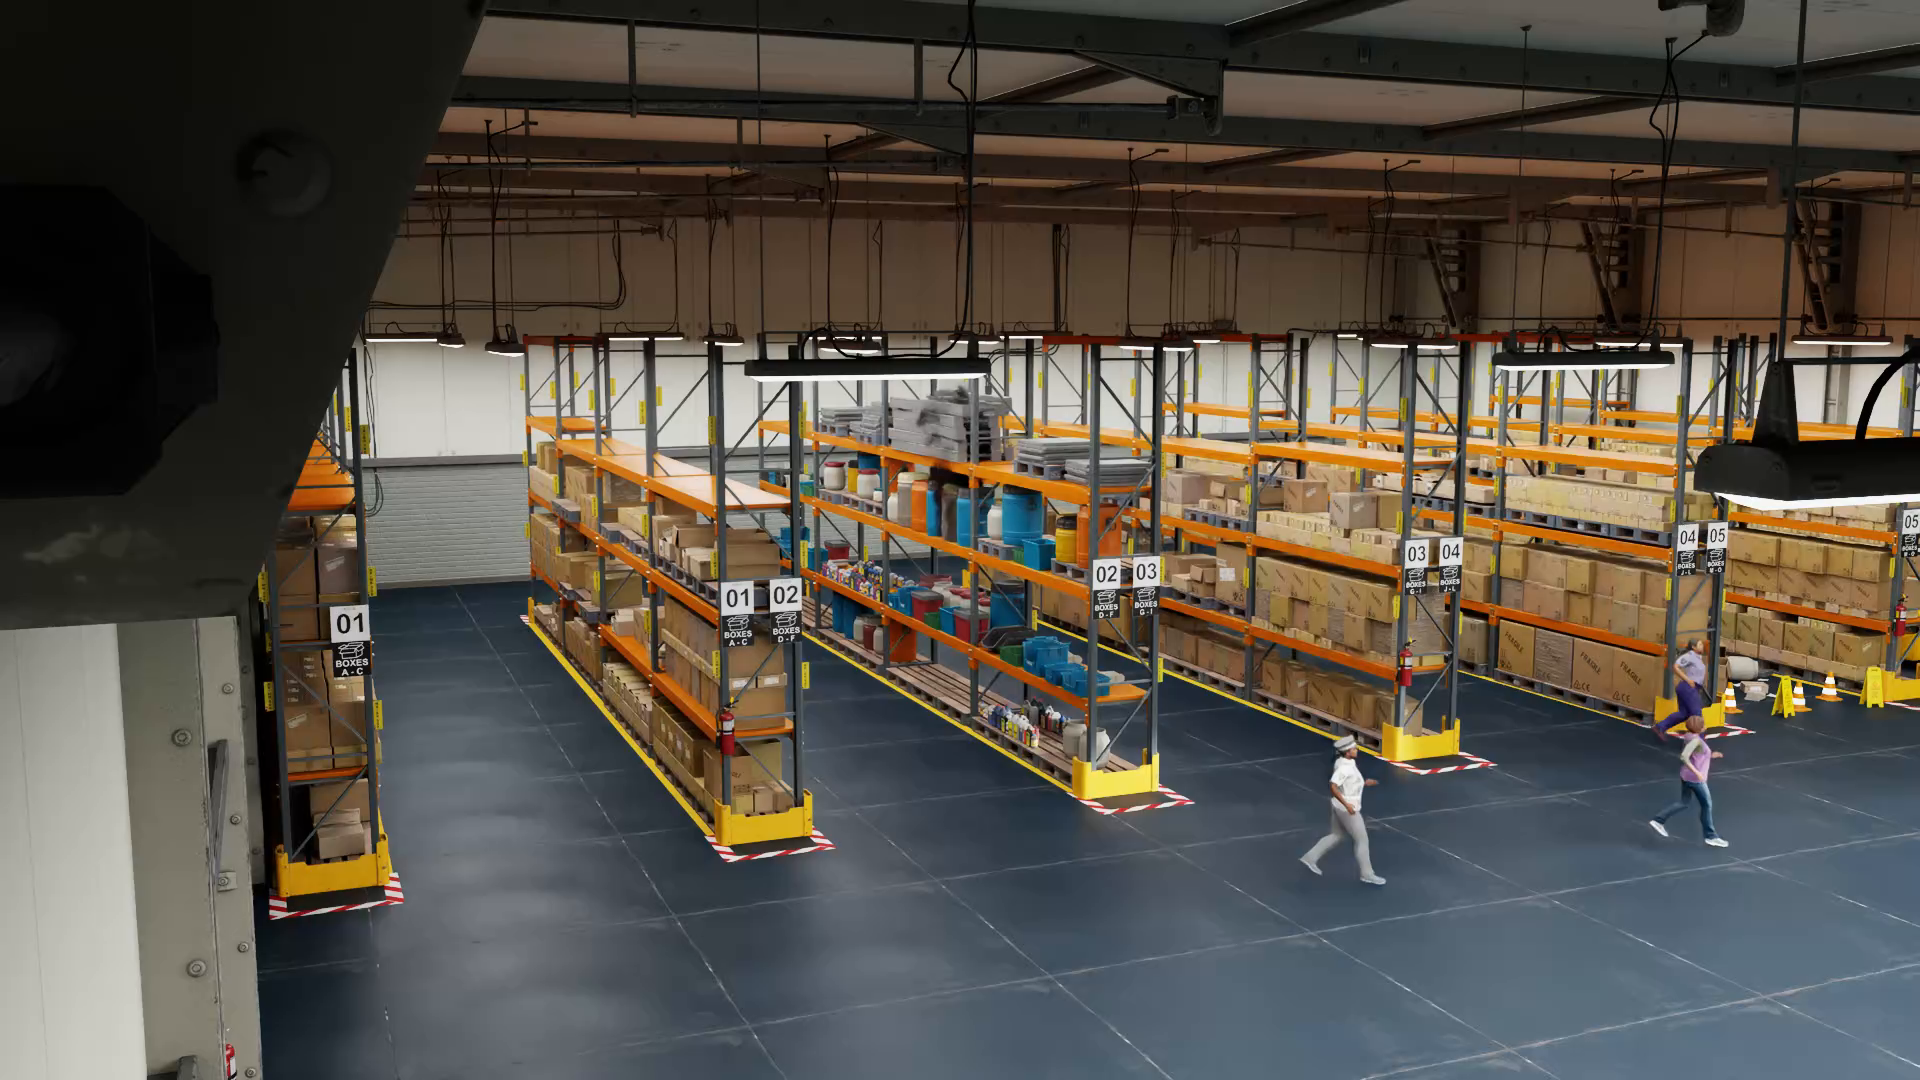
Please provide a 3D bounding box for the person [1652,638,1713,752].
[{"bbox_3d":[10.813,2.268,24.719,0.850,1.660,0.627,5,9,33],"label":"person"}]

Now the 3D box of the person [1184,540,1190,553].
[{"bbox_3d":[5.682,-0.027,41.706,0.661,1.641,0.596,3,8,22],"label":"person"}]

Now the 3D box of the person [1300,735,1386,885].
[{"bbox_3d":[4.312,3.007,18.605,0.941,1.684,0.574,0,8,1],"label":"person"}]

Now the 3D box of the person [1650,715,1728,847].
[{"bbox_3d":[8.792,2.877,19.956,0.893,1.586,0.536,1,8,7],"label":"person"}]
